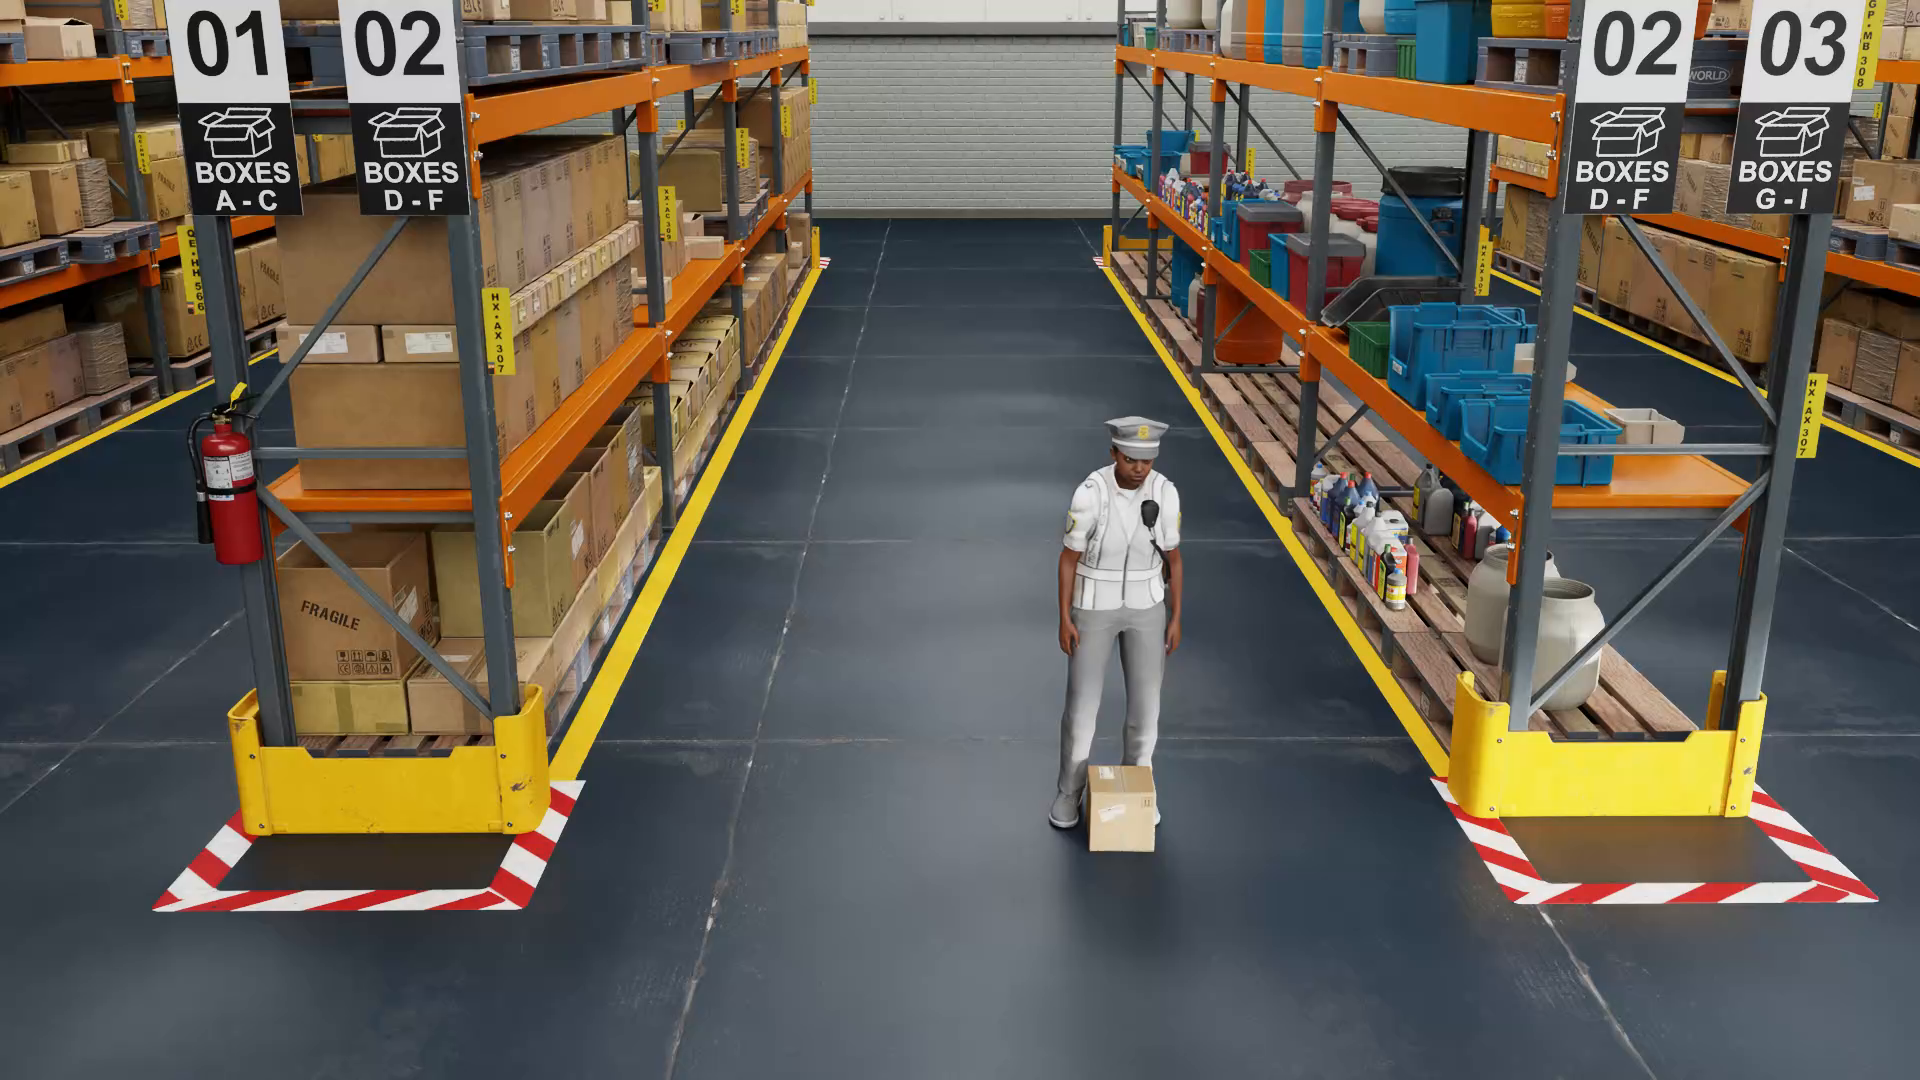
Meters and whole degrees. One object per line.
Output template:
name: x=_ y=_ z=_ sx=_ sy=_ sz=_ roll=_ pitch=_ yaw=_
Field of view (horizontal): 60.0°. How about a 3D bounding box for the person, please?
person: x=0.617 y=0.310 z=6.546 sx=0.530 sy=1.660 sz=0.398 roll=-1 pitch=17 yaw=-4
